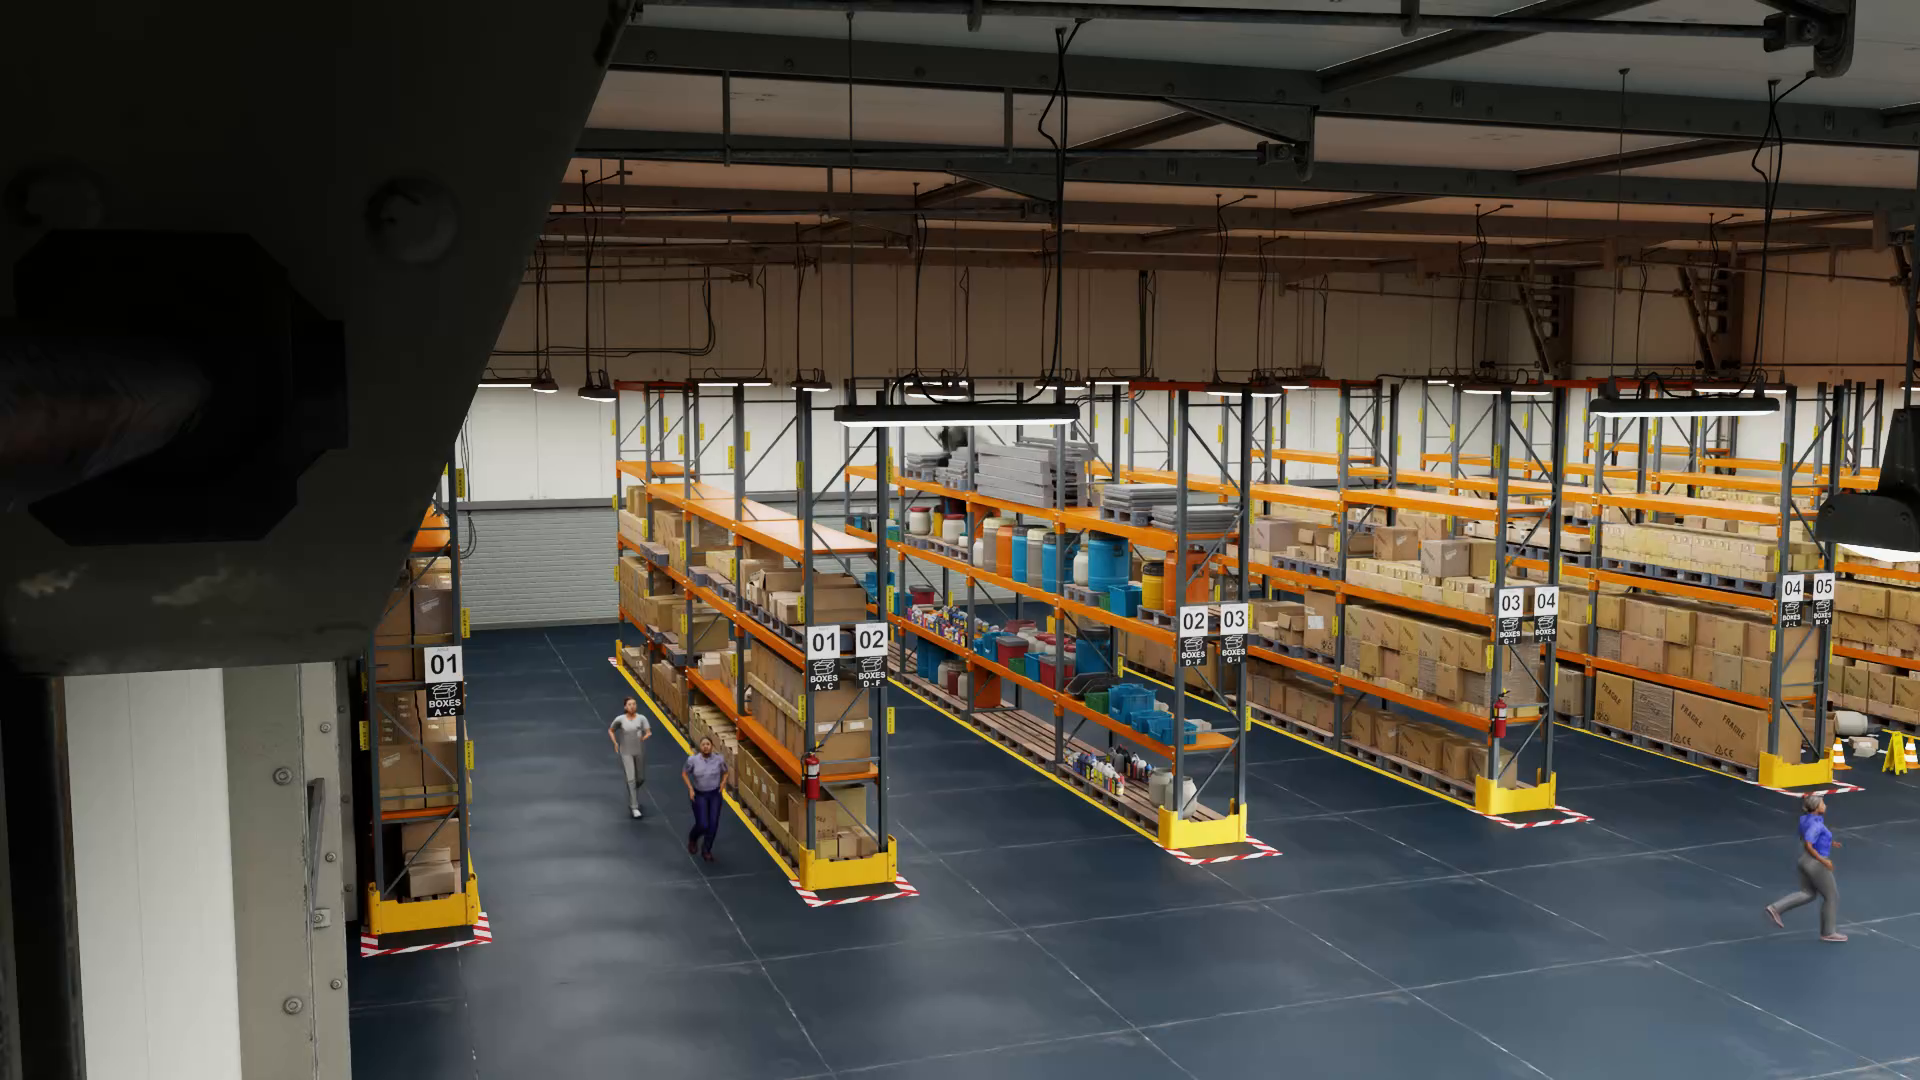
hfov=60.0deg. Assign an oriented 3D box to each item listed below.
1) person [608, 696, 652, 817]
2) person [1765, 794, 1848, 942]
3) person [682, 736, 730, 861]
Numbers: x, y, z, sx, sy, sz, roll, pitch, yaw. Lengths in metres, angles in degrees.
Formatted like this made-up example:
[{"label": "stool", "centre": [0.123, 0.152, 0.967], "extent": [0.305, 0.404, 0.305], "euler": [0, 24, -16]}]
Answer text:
[{"label": "person", "centre": [-4.645, 3.018, 23.494], "extent": [0.575, 1.645, 0.914], "euler": [-3, 7, -24]}, {"label": "person", "centre": [9.343, 3.591, 18.256], "extent": [0.841, 1.623, 0.588], "euler": [1, 6, 6]}, {"label": "person", "centre": [-3.214, 3.303, 21.205], "extent": [0.592, 1.604, 0.561], "euler": [-2, 6, -19]}]
